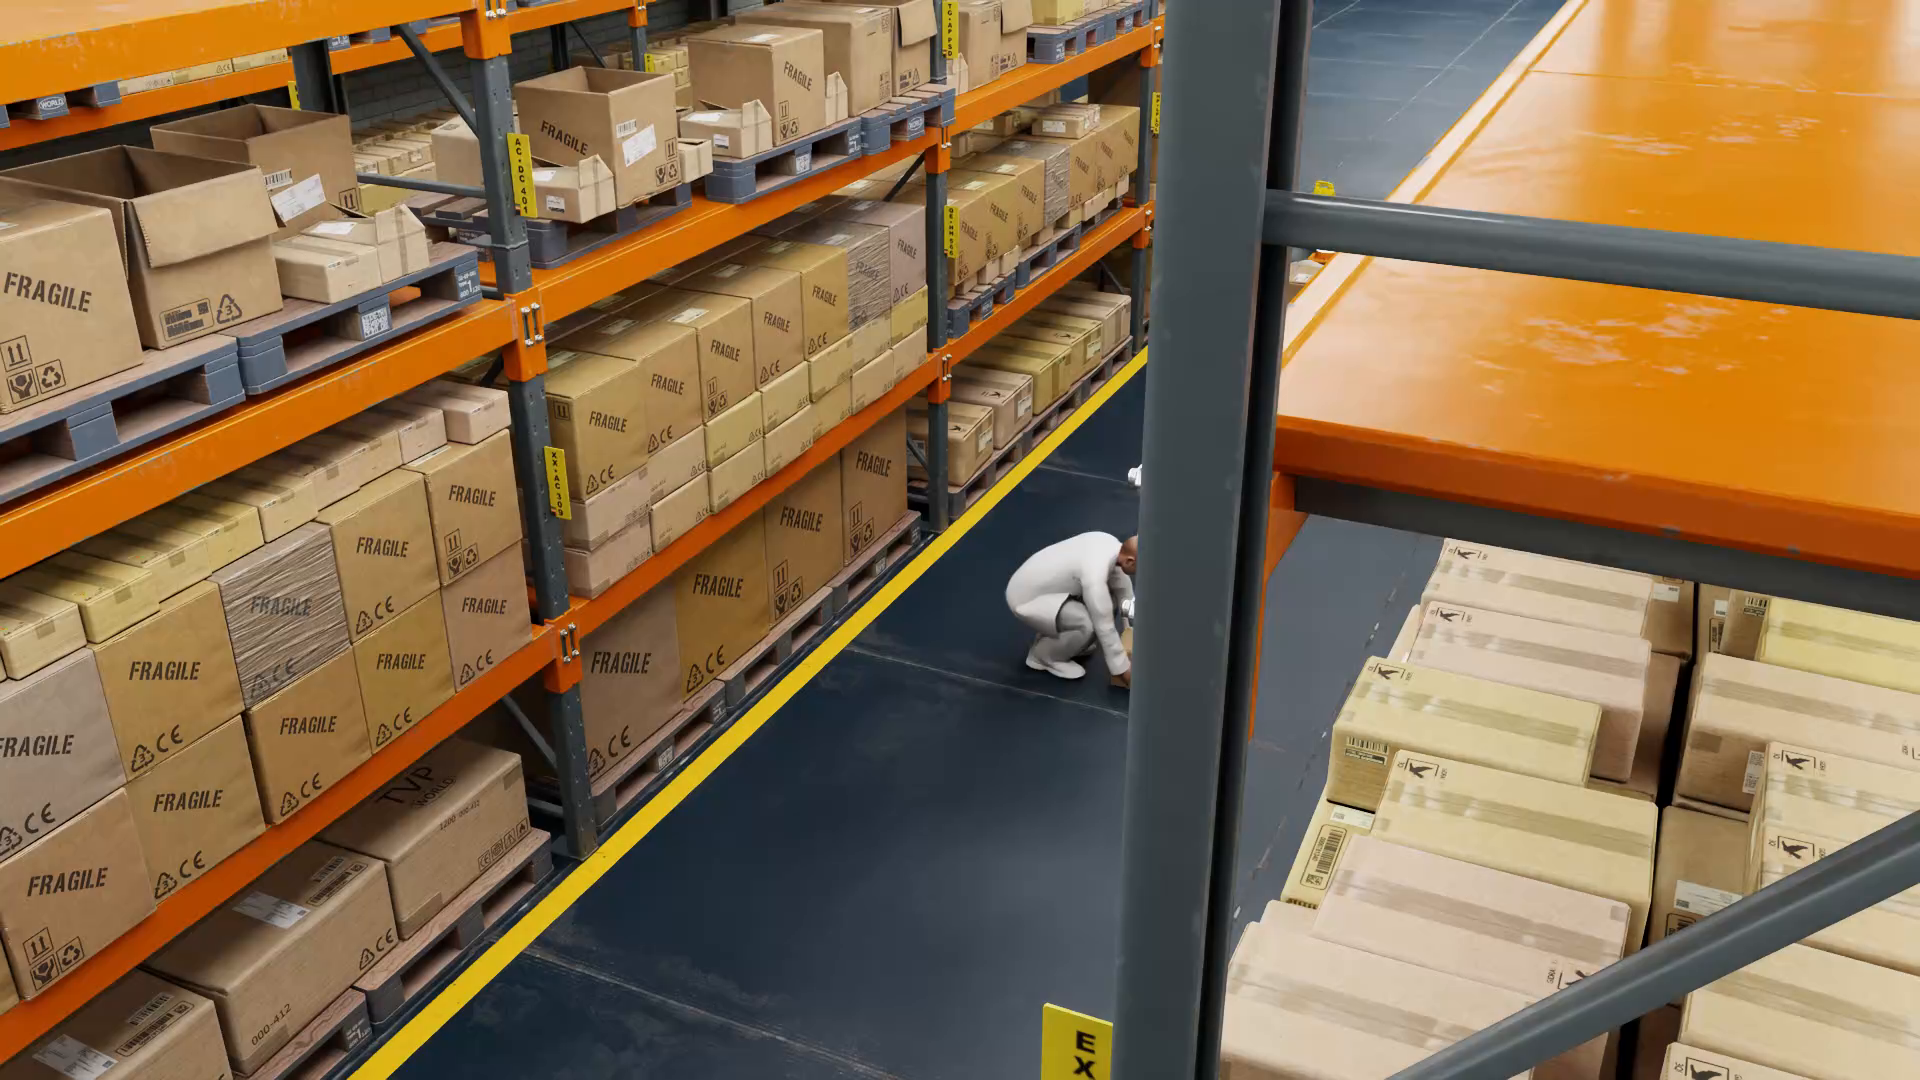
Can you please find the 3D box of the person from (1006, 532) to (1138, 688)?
[{"bbox_3d":[0.699,0.357,9.487,0.900,0.857,0.592,11,28,22],"label":"person"}]
